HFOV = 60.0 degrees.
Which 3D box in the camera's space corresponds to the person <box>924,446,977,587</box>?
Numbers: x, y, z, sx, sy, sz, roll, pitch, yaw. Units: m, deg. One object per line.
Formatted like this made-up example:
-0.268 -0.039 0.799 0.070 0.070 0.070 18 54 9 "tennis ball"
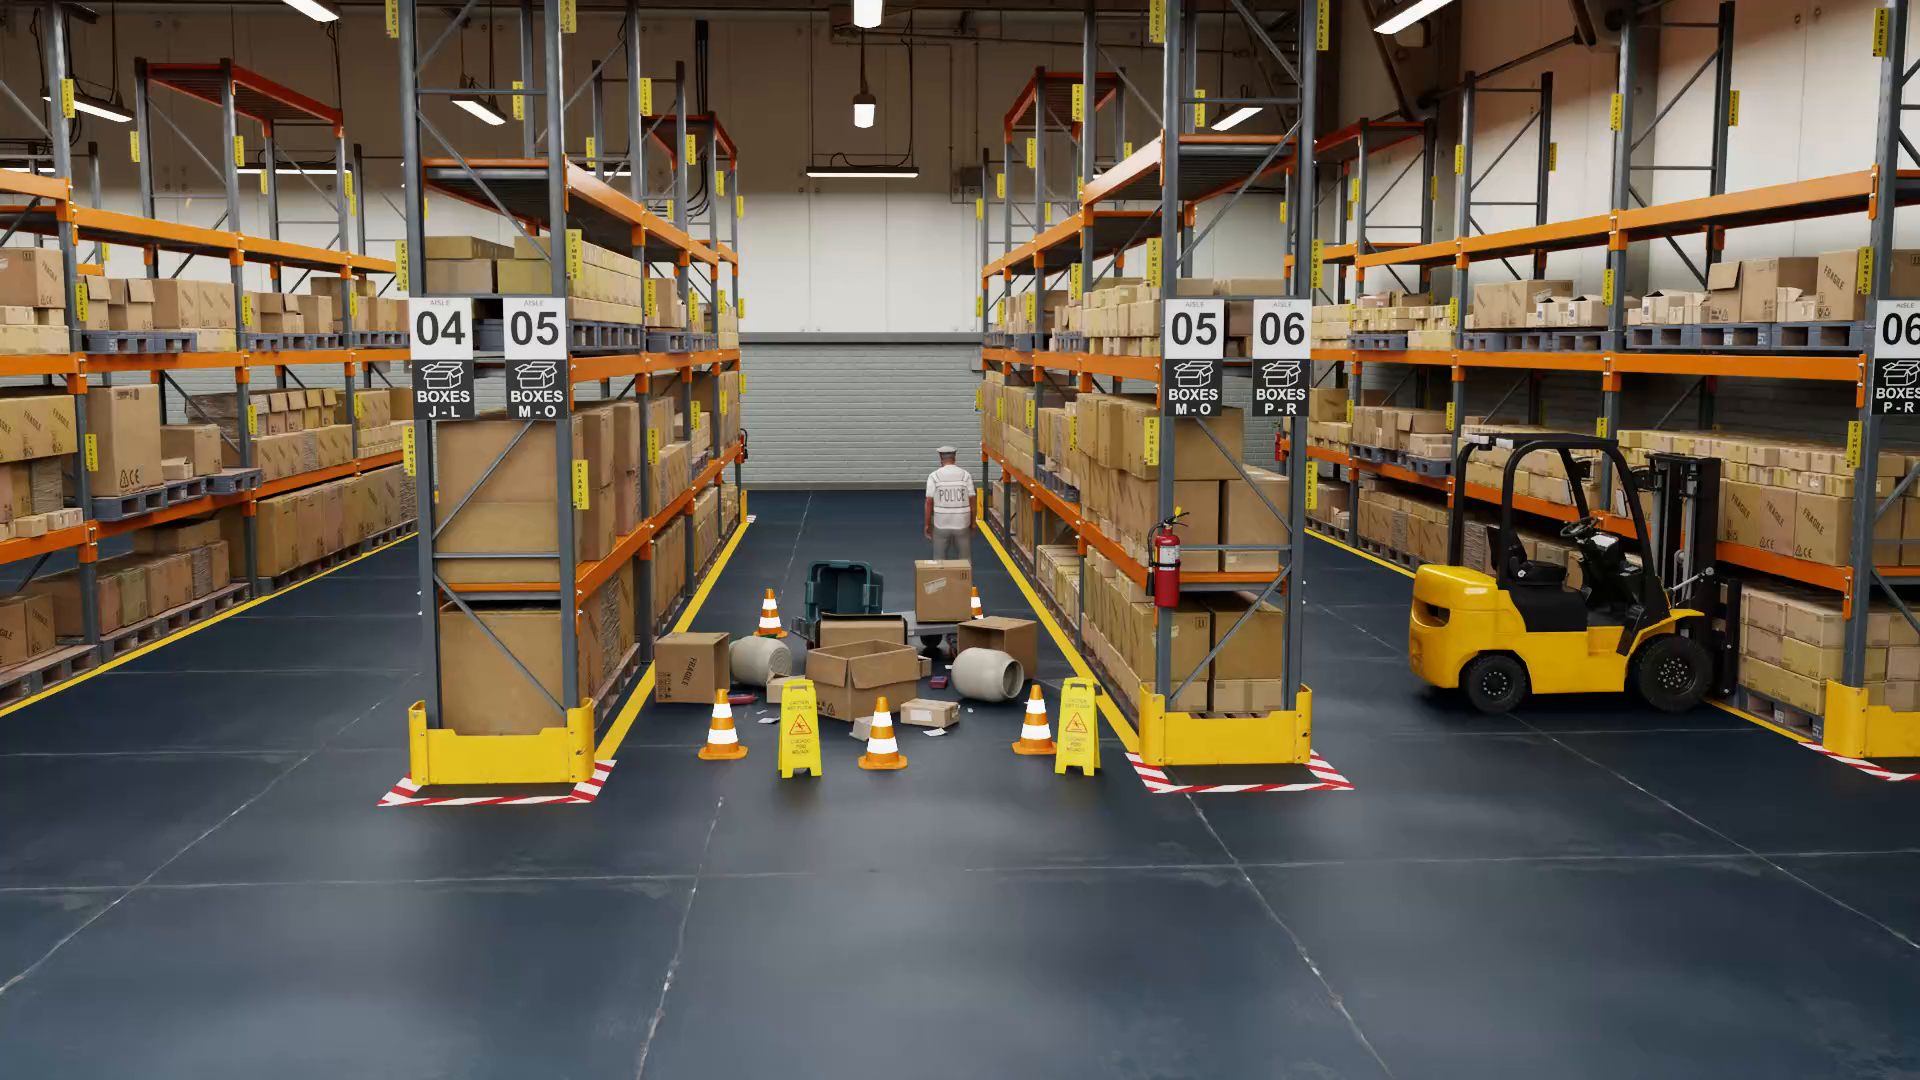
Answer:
-0.098 -0.165 18.594 0.606 1.748 0.434 -1 7 -7 "person"
